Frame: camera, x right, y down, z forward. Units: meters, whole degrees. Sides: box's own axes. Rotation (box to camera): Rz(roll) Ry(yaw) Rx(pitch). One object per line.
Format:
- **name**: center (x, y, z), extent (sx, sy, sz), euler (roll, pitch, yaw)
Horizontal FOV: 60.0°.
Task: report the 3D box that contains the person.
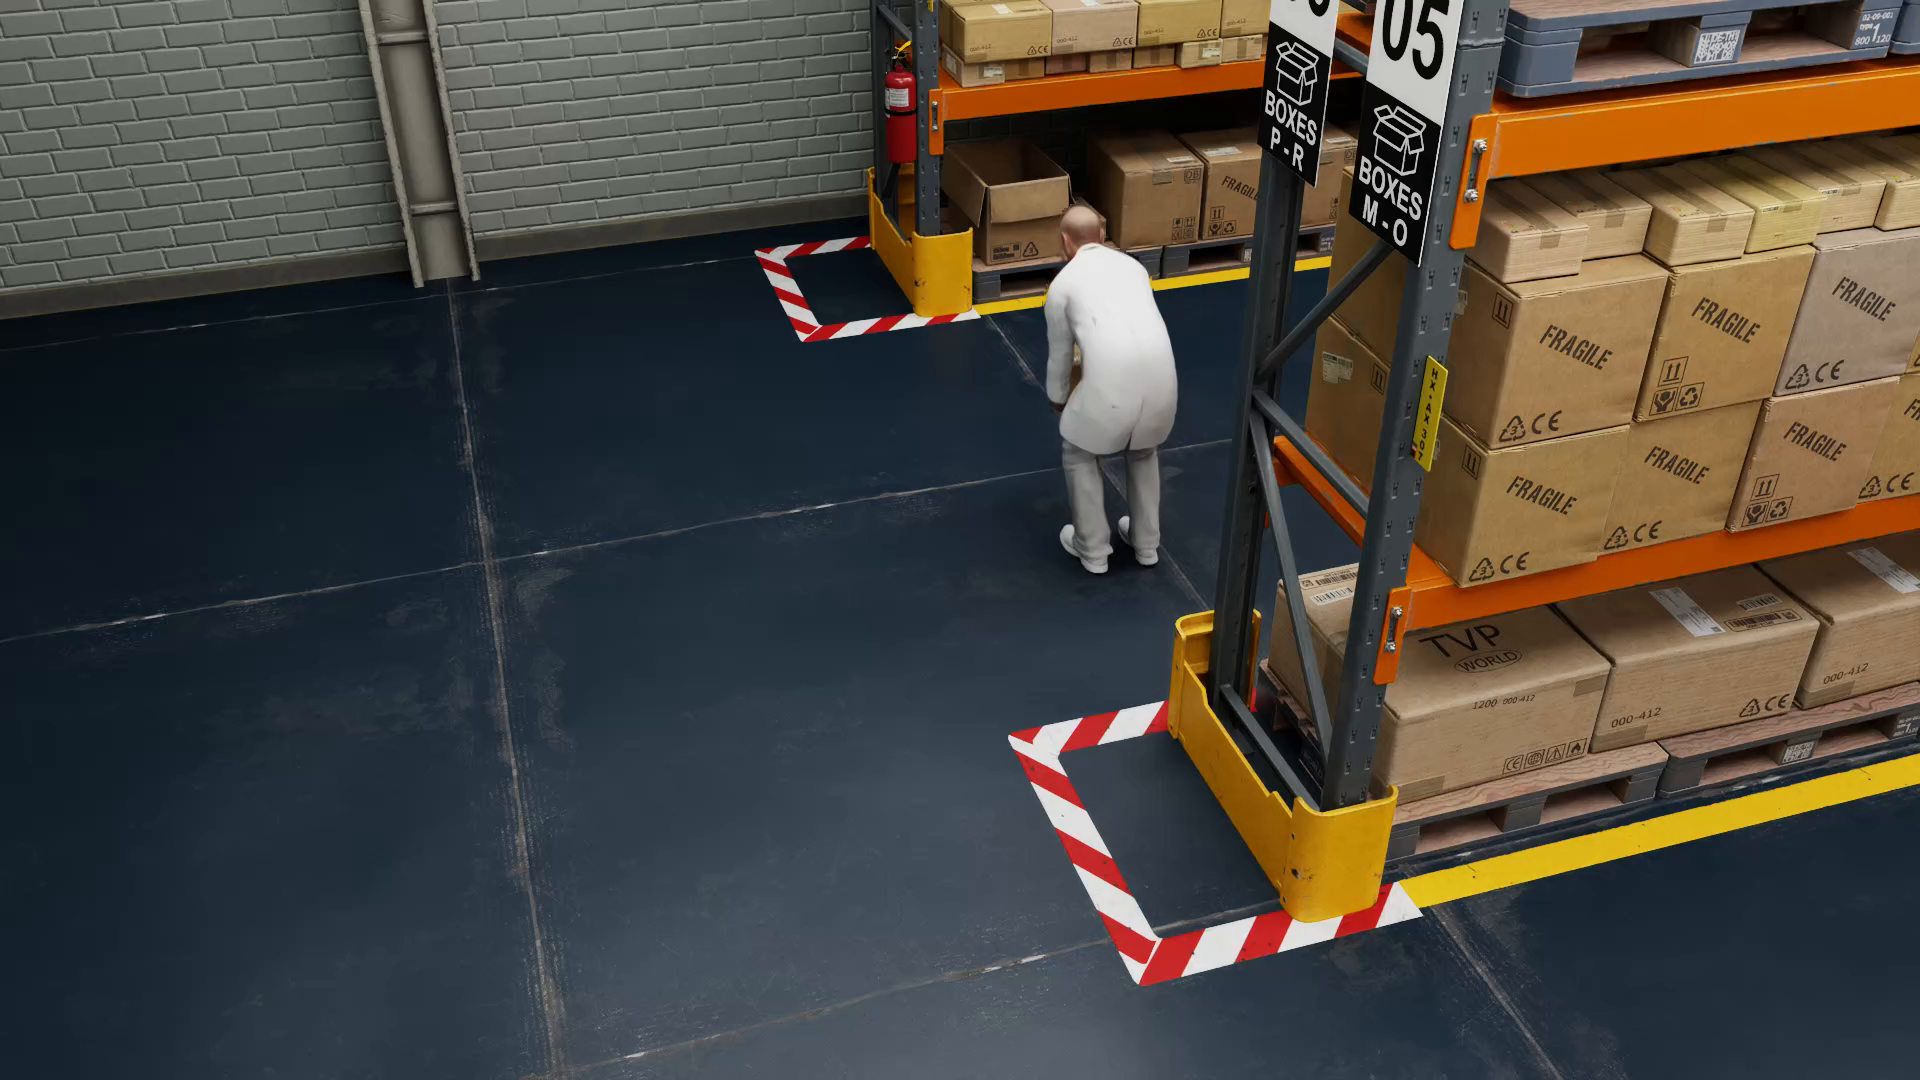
- **person**: center (0.643, -0.664, 7.406), extent (0.554, 1.510, 0.805), euler (-11, 35, -16)
